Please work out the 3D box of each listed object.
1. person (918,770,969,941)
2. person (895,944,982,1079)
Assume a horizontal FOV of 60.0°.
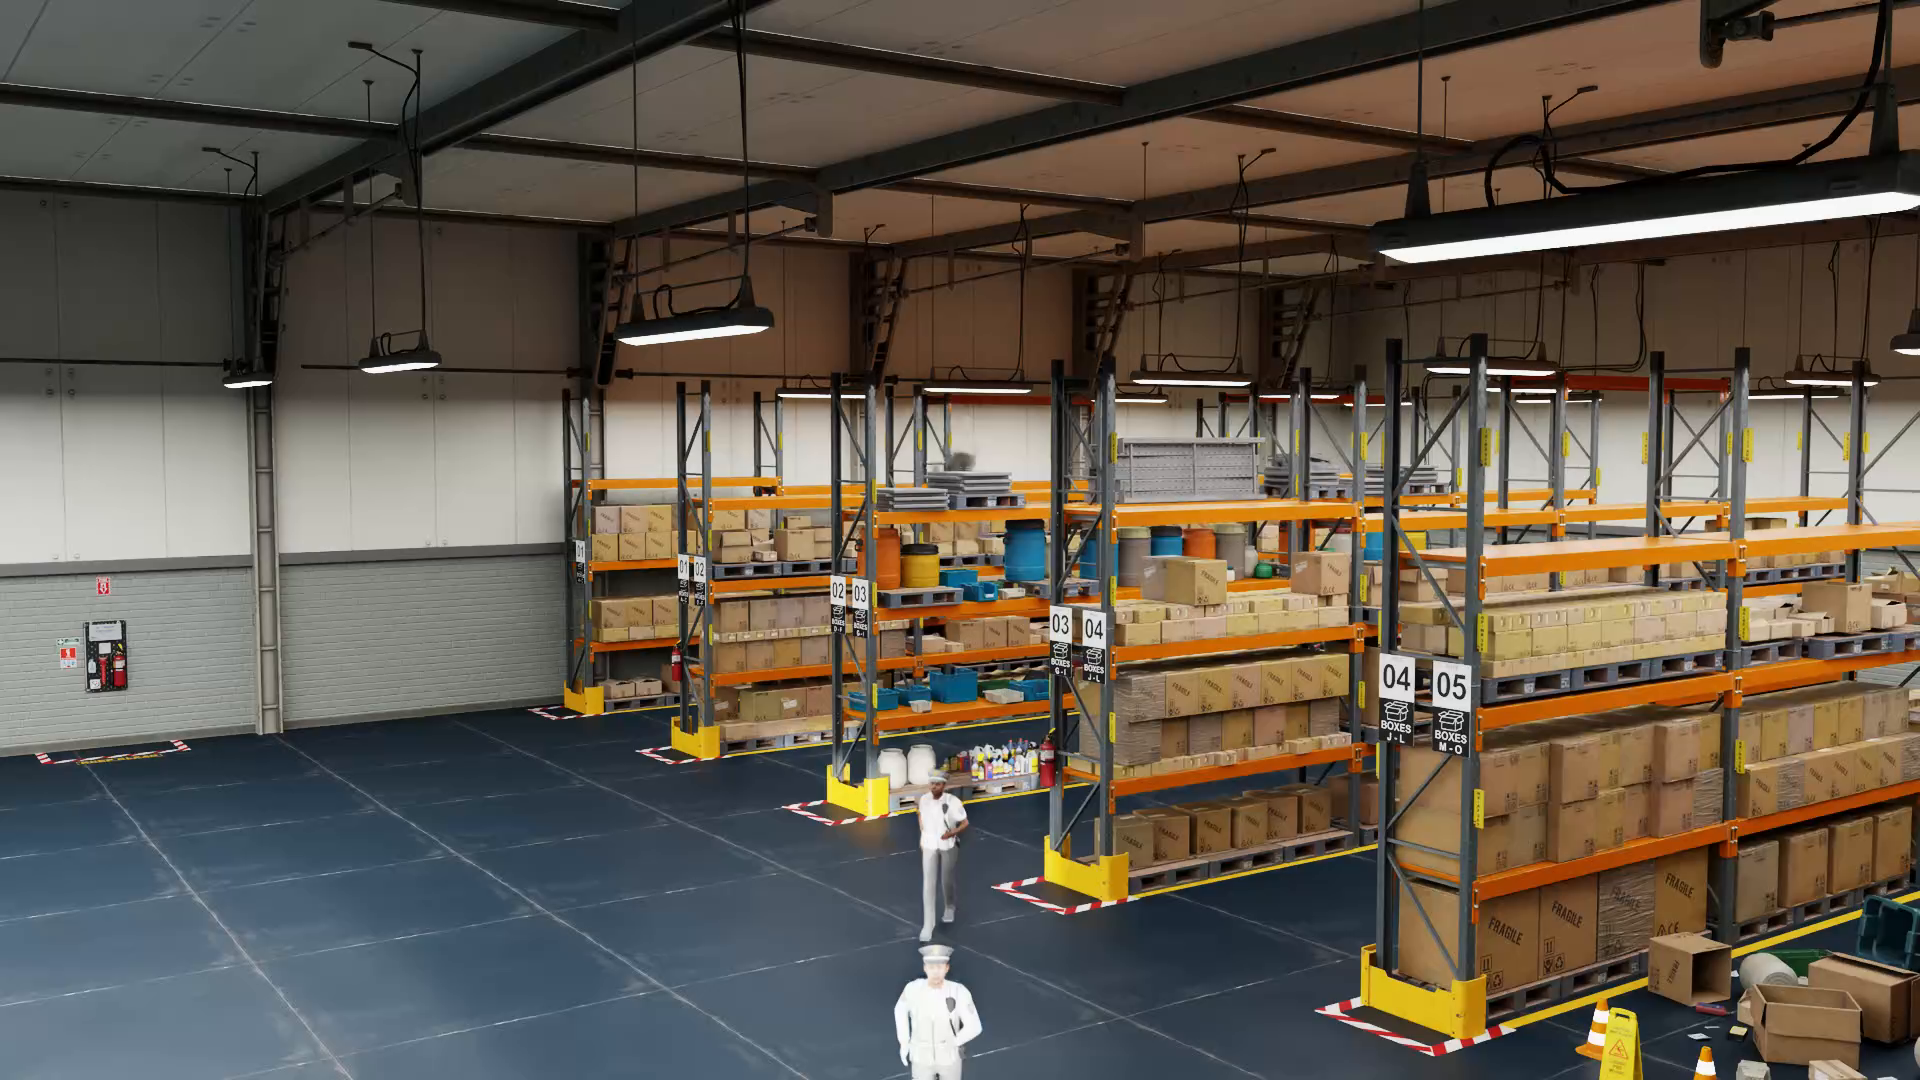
[{"bbox_3d":[-0.175,3.212,17.233,0.574,1.749,0.775,1,4,10],"label":"person"},{"bbox_3d":[-0.158,3.570,11.348,0.615,1.692,0.829,0,4,4],"label":"person"}]
